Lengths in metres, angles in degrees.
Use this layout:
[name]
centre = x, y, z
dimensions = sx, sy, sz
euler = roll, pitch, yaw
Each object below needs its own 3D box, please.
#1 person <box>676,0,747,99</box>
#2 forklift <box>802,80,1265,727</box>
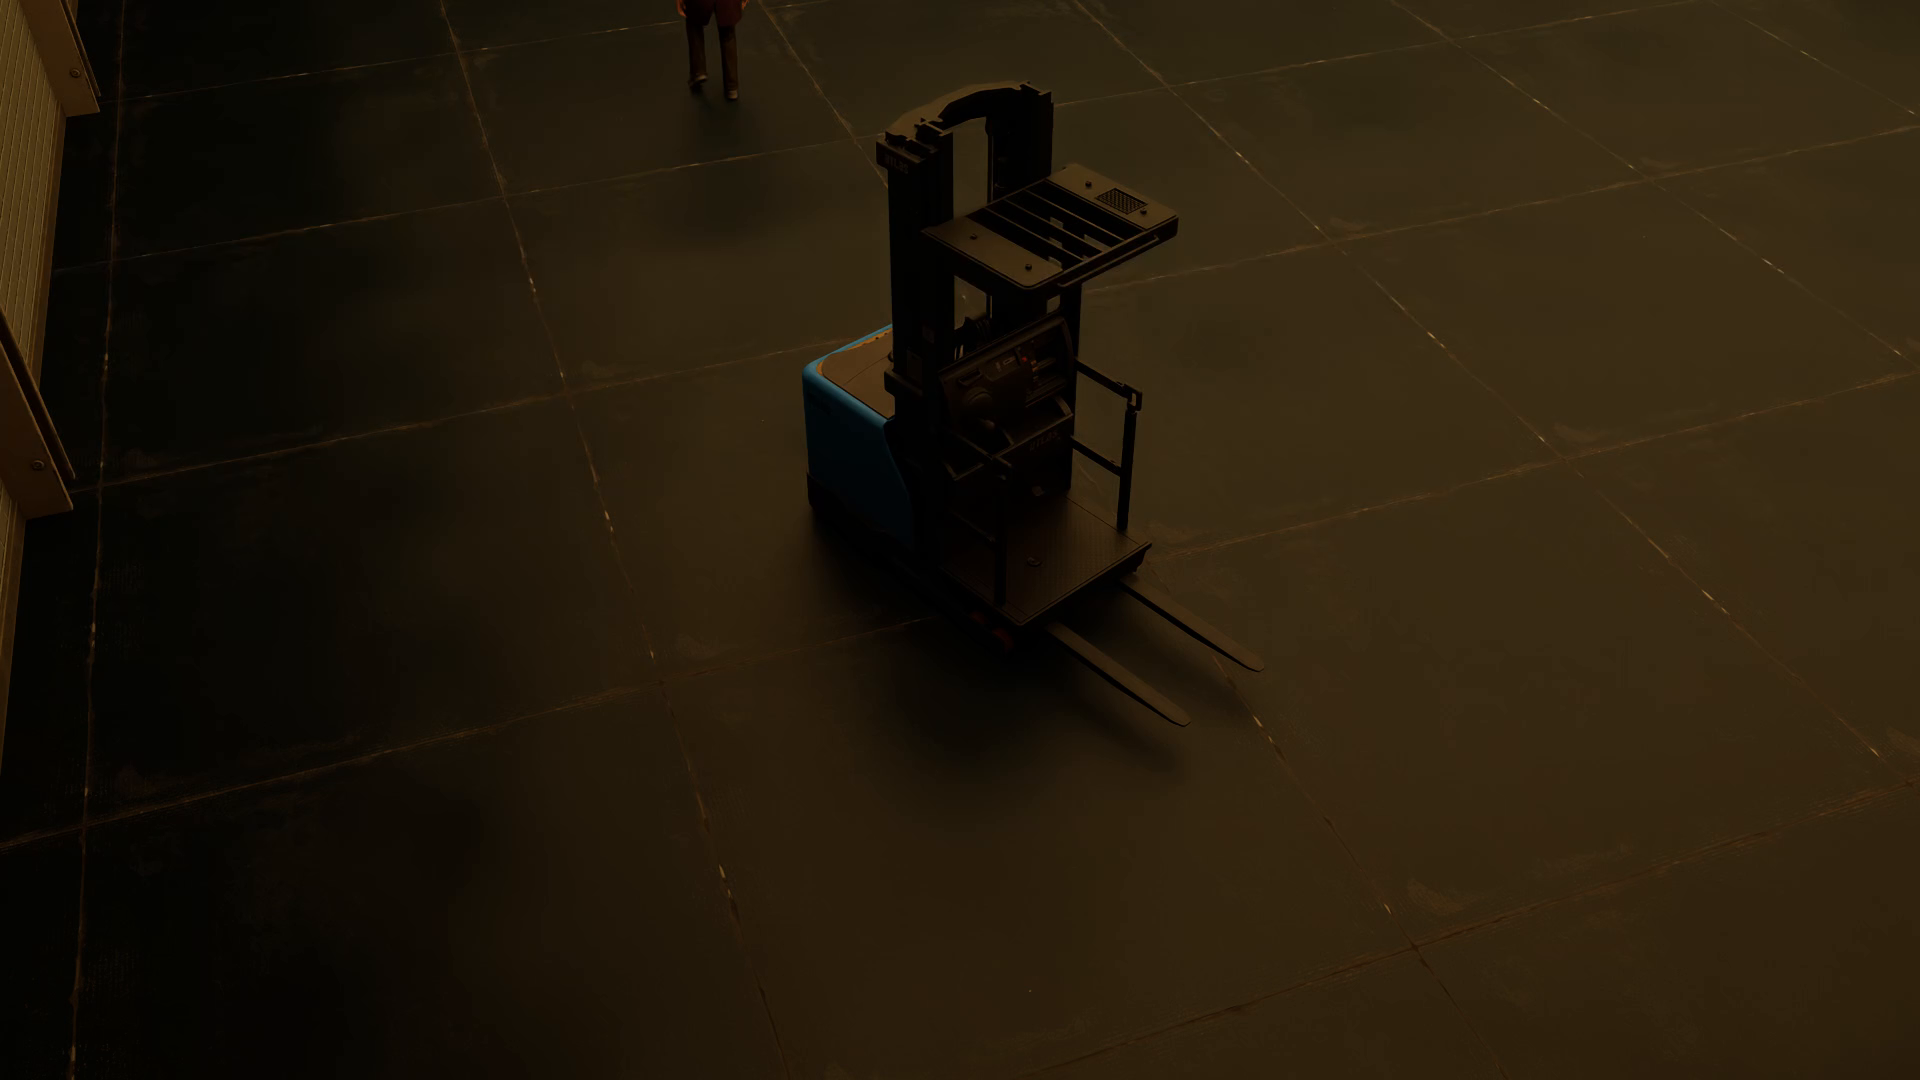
[person]
centre = -2.188, -4.774, 14.652
dimensions = 0.700, 1.829, 0.557
euler = -7, 41, -8
[forklift]
centre = 0.409, -0.833, 8.988
dimensions = 1.130, 2.935, 3.031
euler = -30, 49, -31
